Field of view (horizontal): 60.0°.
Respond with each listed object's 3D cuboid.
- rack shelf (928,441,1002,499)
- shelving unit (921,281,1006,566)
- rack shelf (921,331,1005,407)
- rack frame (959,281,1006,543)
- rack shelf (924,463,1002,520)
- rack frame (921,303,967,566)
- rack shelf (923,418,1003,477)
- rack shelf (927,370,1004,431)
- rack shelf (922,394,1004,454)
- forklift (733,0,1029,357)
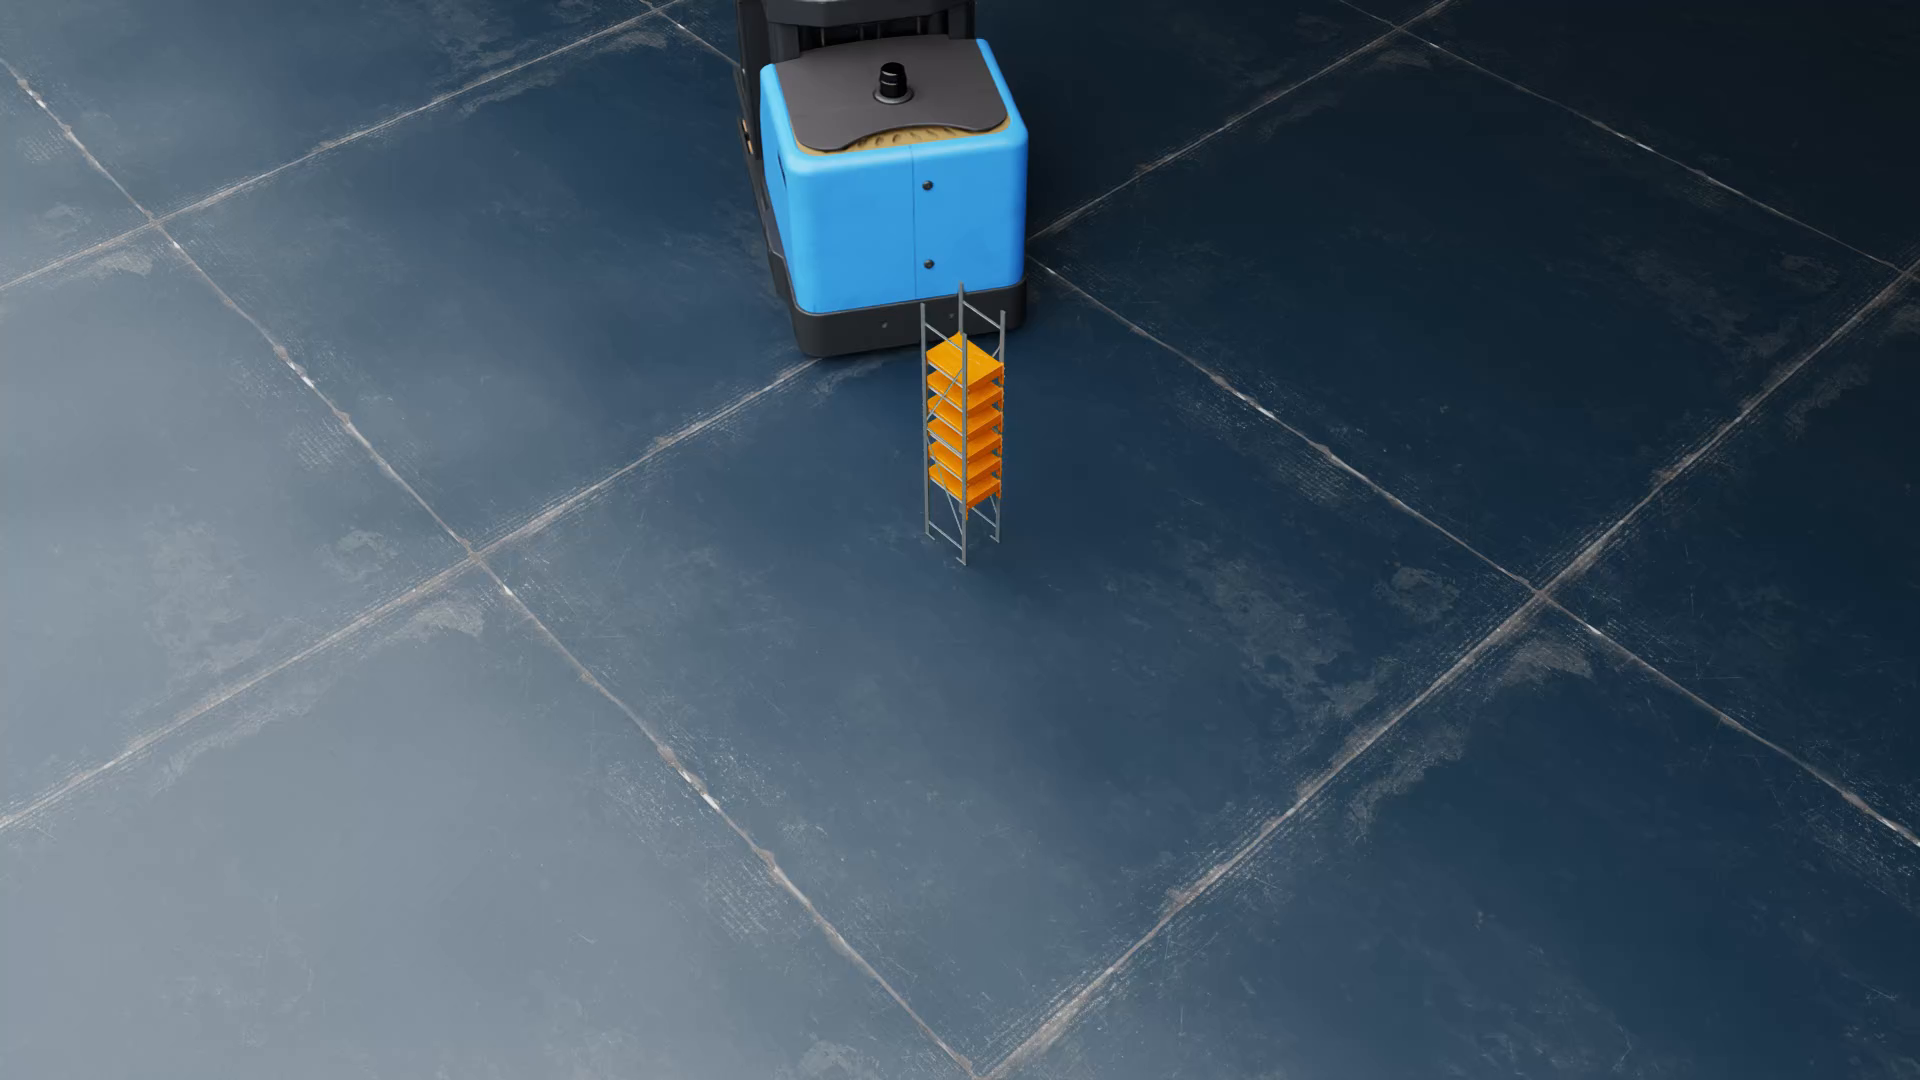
[{"bbox_3d":[0.011,-0.303,6.436,0.180,0.103,0.258,-34,56,-27],"label":"rack shelf"},{"bbox_3d":[0.011,-0.414,6.316,0.189,1.200,0.258,-34,56,-27],"label":"shelving unit"},{"bbox_3d":[0.011,-0.628,6.084,0.180,0.103,0.258,-34,56,-27],"label":"rack shelf"},{"bbox_3d":[0.078,-0.459,6.357,0.006,1.200,0.240,-34,56,-27],"label":"rack frame"},{"bbox_3d":[0.011,-0.221,6.525,0.180,0.103,0.258,-34,56,-27],"label":"rack shelf"},{"bbox_3d":[-0.057,-0.369,6.274,0.006,1.200,0.240,-34,56,-27],"label":"rack frame"},{"bbox_3d":[0.011,-0.384,6.348,0.180,0.103,0.258,-34,56,-27],"label":"rack shelf"},{"bbox_3d":[0.011,-0.547,6.172,0.180,0.103,0.258,-34,56,-27],"label":"rack shelf"},{"bbox_3d":[0.011,-0.465,6.260,0.180,0.103,0.258,-34,56,-27],"label":"rack shelf"},{"bbox_3d":[-0.528,-2.913,7.443,1.130,2.935,3.031,-10,48,-9],"label":"forklift"}]
